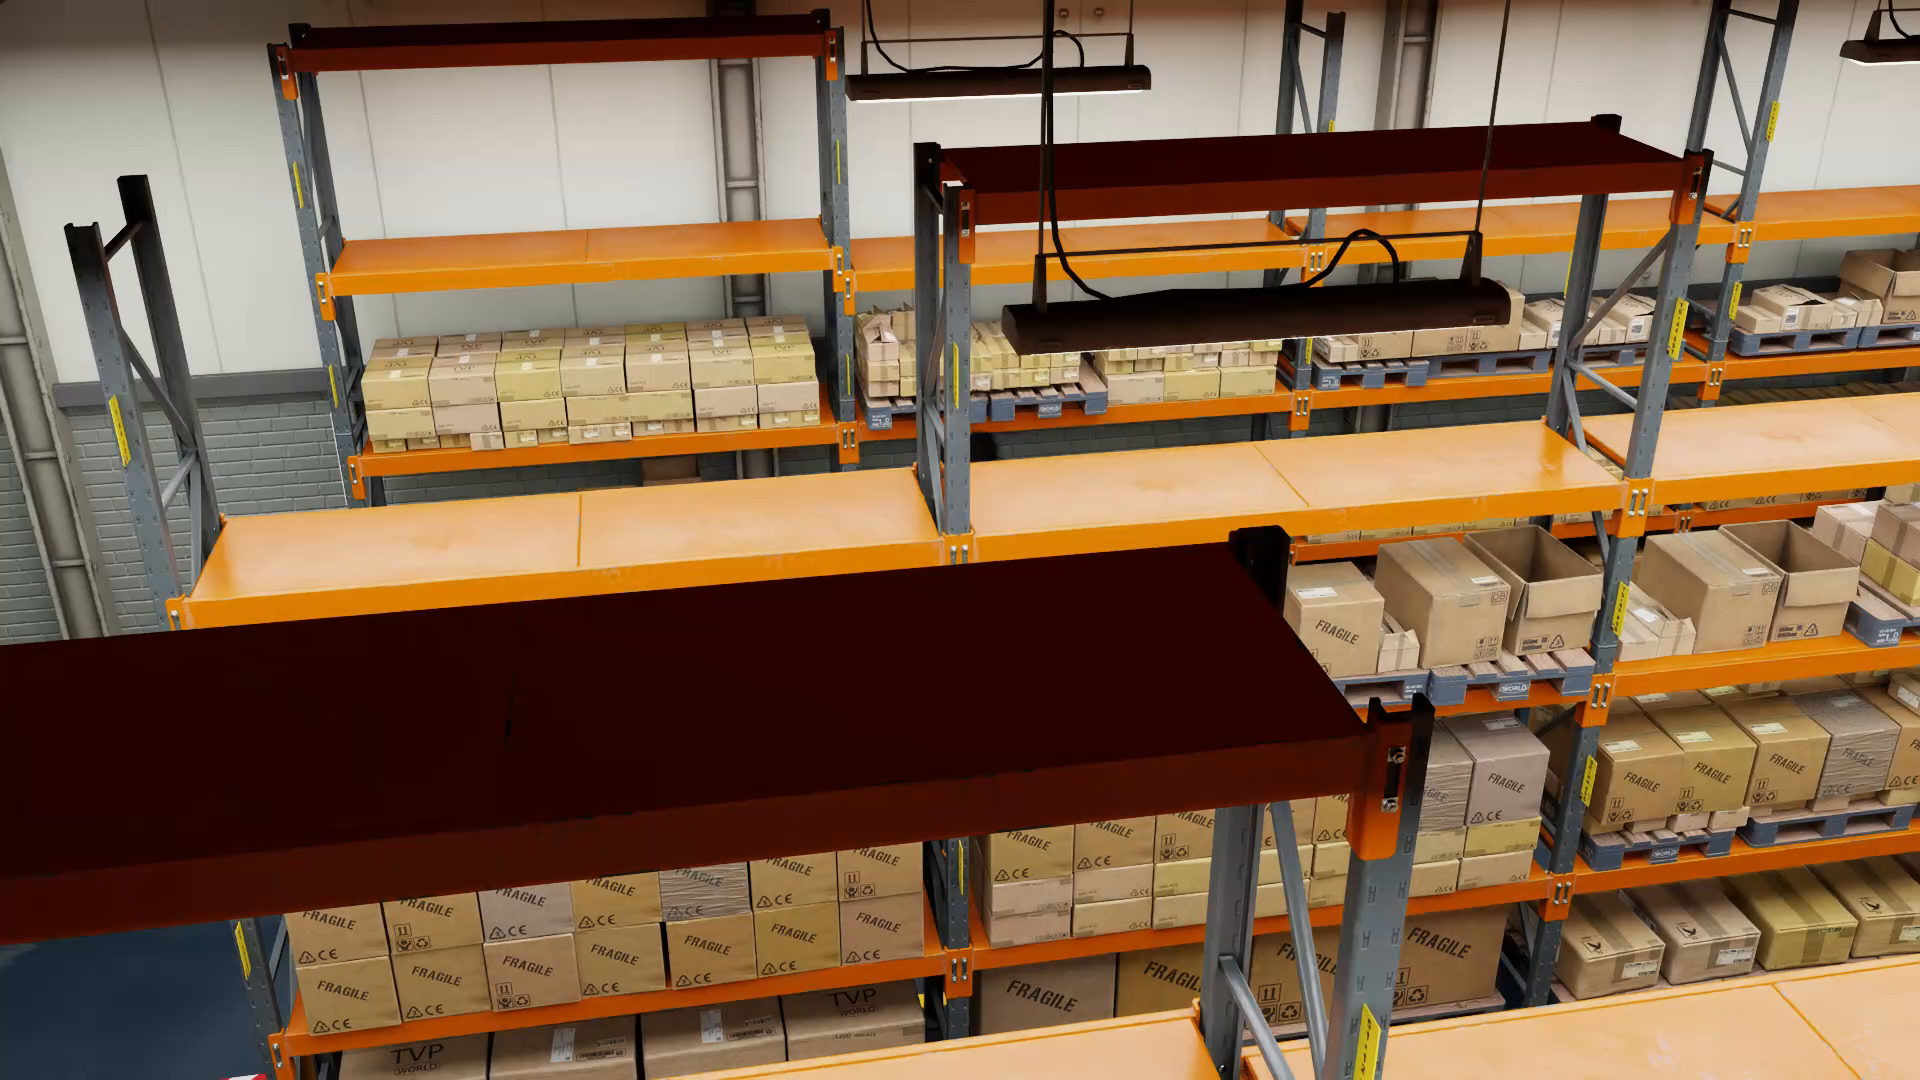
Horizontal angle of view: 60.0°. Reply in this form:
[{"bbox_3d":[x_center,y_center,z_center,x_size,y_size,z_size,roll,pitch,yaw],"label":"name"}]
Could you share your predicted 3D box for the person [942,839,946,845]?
[{"bbox_3d":[-0.084,1.680,12.487,0.851,1.498,0.572,4,26,7],"label":"person"}]
